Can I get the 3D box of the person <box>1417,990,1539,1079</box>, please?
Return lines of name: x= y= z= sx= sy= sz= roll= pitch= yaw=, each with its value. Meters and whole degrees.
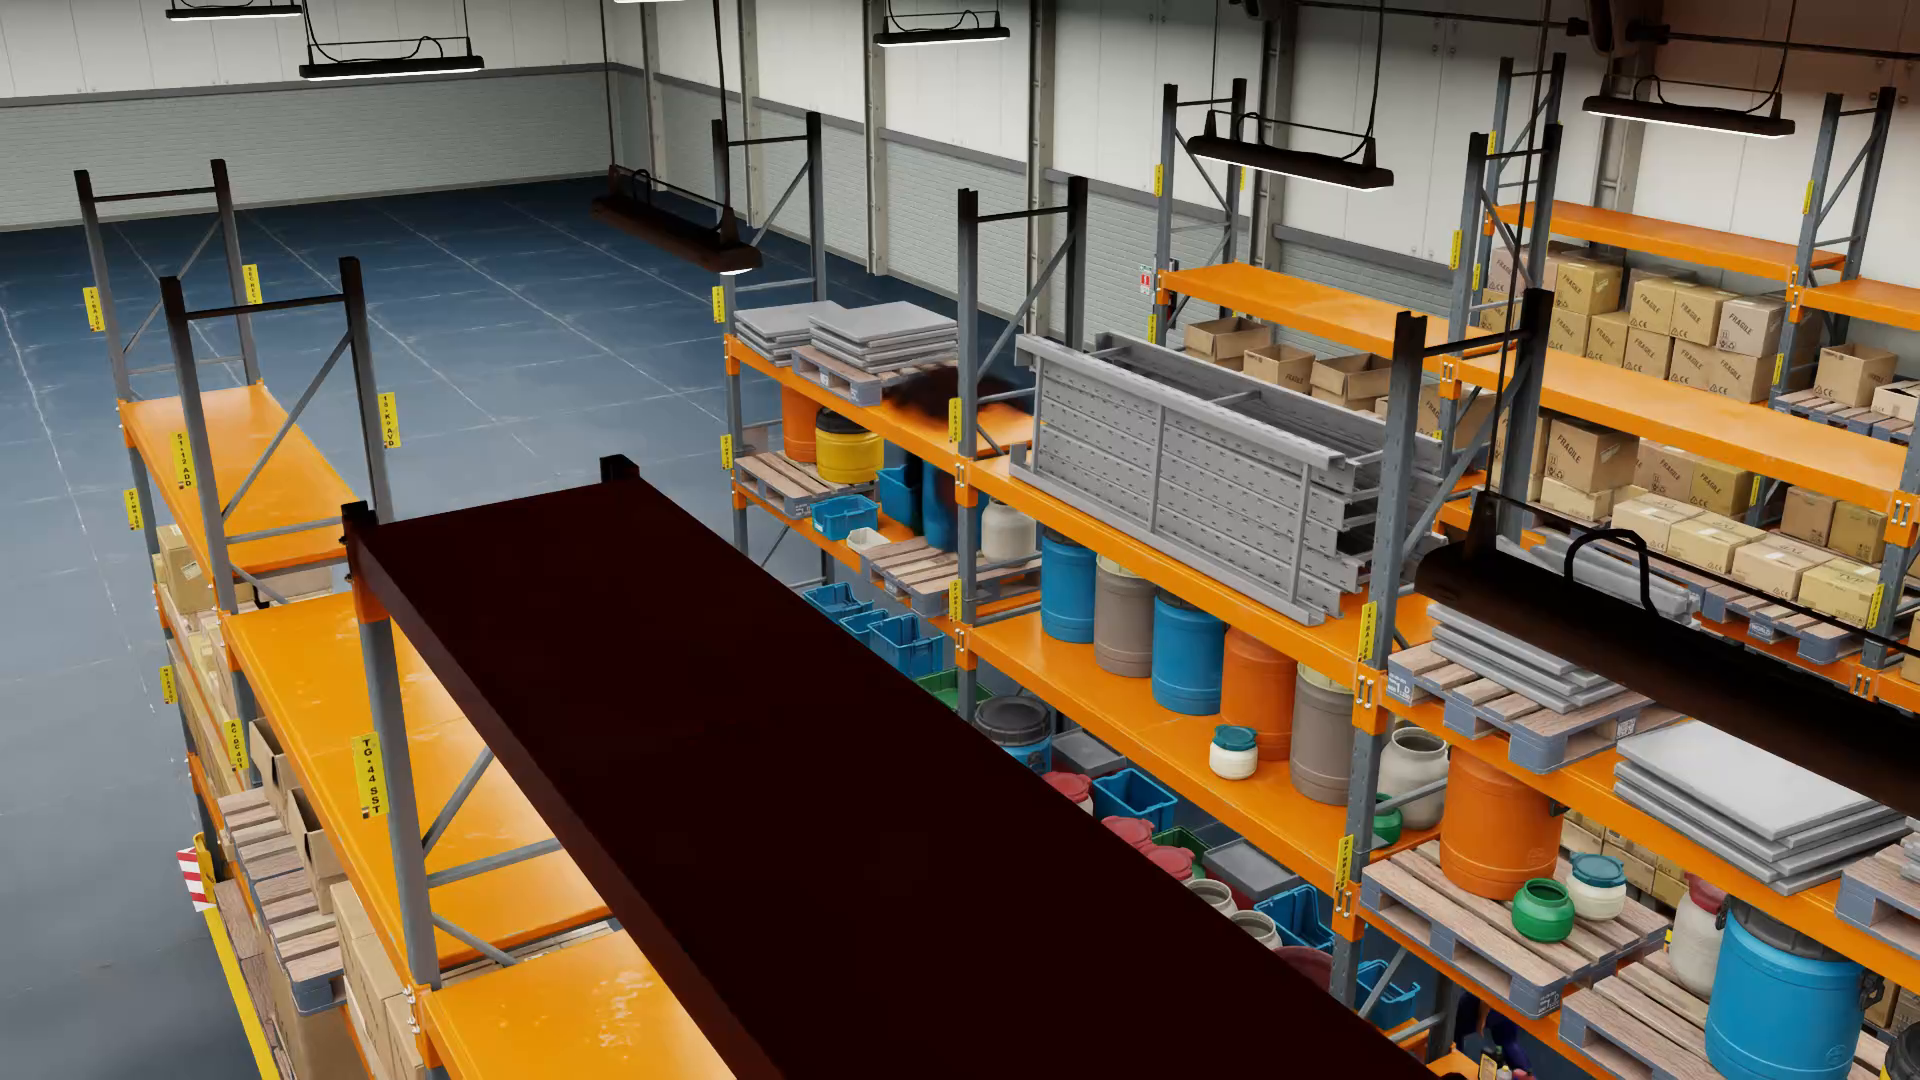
person: x=3.644 y=3.153 z=11.387 sx=0.496 sy=1.594 sz=0.940 roll=-16 pitch=27 yaw=-35
